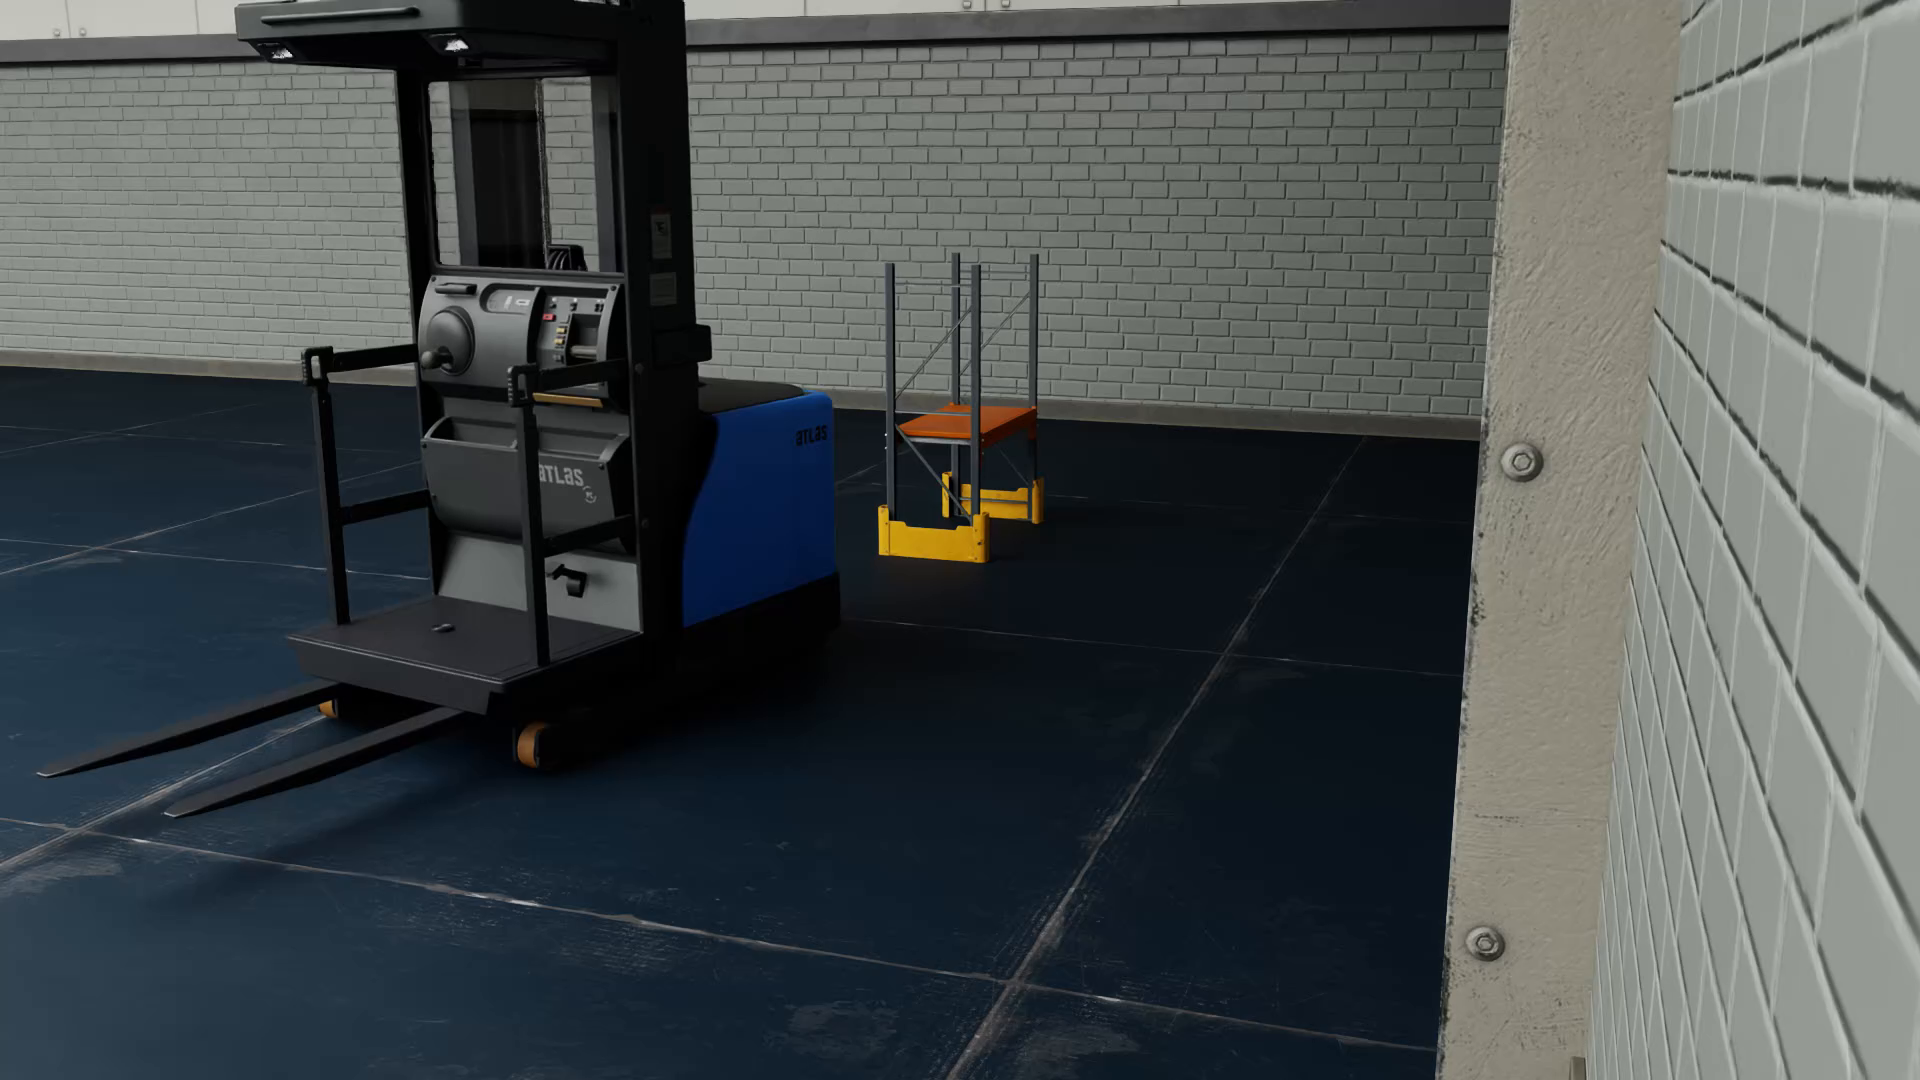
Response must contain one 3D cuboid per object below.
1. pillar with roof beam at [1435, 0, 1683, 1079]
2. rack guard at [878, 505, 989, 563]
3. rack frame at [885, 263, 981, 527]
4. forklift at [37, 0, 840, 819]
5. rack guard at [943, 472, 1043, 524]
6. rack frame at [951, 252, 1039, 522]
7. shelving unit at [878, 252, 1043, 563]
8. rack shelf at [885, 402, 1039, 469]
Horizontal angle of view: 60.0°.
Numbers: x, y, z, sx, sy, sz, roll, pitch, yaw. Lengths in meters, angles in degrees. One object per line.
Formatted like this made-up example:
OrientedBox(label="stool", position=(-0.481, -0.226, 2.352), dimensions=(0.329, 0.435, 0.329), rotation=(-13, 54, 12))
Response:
OrientedBox(label="pillar with roof beam", position=(-2.825, -3.506, 4.132), dimensions=(9.100, 9.000, 0.400), rotation=(4, 14, 18))
OrientedBox(label="rack guard", position=(-0.136, -0.033, 8.576), dimensions=(0.587, 0.250, 0.087), rotation=(4, 14, 18))
OrientedBox(label="rack frame", position=(-0.137, -0.642, 8.436), dimensions=(0.500, 1.500, 0.032), rotation=(4, 14, 18))
OrientedBox(label="forklift", position=(-1.693, -0.769, 5.776), dimensions=(1.130, 2.935, 3.031), rotation=(8, 15, 30))
OrientedBox(label="rack guard", position=(0.186, -0.243, 9.495), dimensions=(0.587, 0.250, 0.087), rotation=(4, 14, 18))
OrientedBox(label="rack frame", position=(0.192, -0.856, 9.374), dimensions=(0.500, 1.500, 0.032), rotation=(4, 14, 18))
OrientedBox(label="shelving unit", position=(0.025, -0.747, 8.896), dimensions=(0.587, 1.500, 1.083), rotation=(4, 14, 18))
OrientedBox(label="rack shelf", position=(0.028, -0.574, 8.945), dimensions=(0.538, 0.185, 1.000), rotation=(4, 14, 18))
